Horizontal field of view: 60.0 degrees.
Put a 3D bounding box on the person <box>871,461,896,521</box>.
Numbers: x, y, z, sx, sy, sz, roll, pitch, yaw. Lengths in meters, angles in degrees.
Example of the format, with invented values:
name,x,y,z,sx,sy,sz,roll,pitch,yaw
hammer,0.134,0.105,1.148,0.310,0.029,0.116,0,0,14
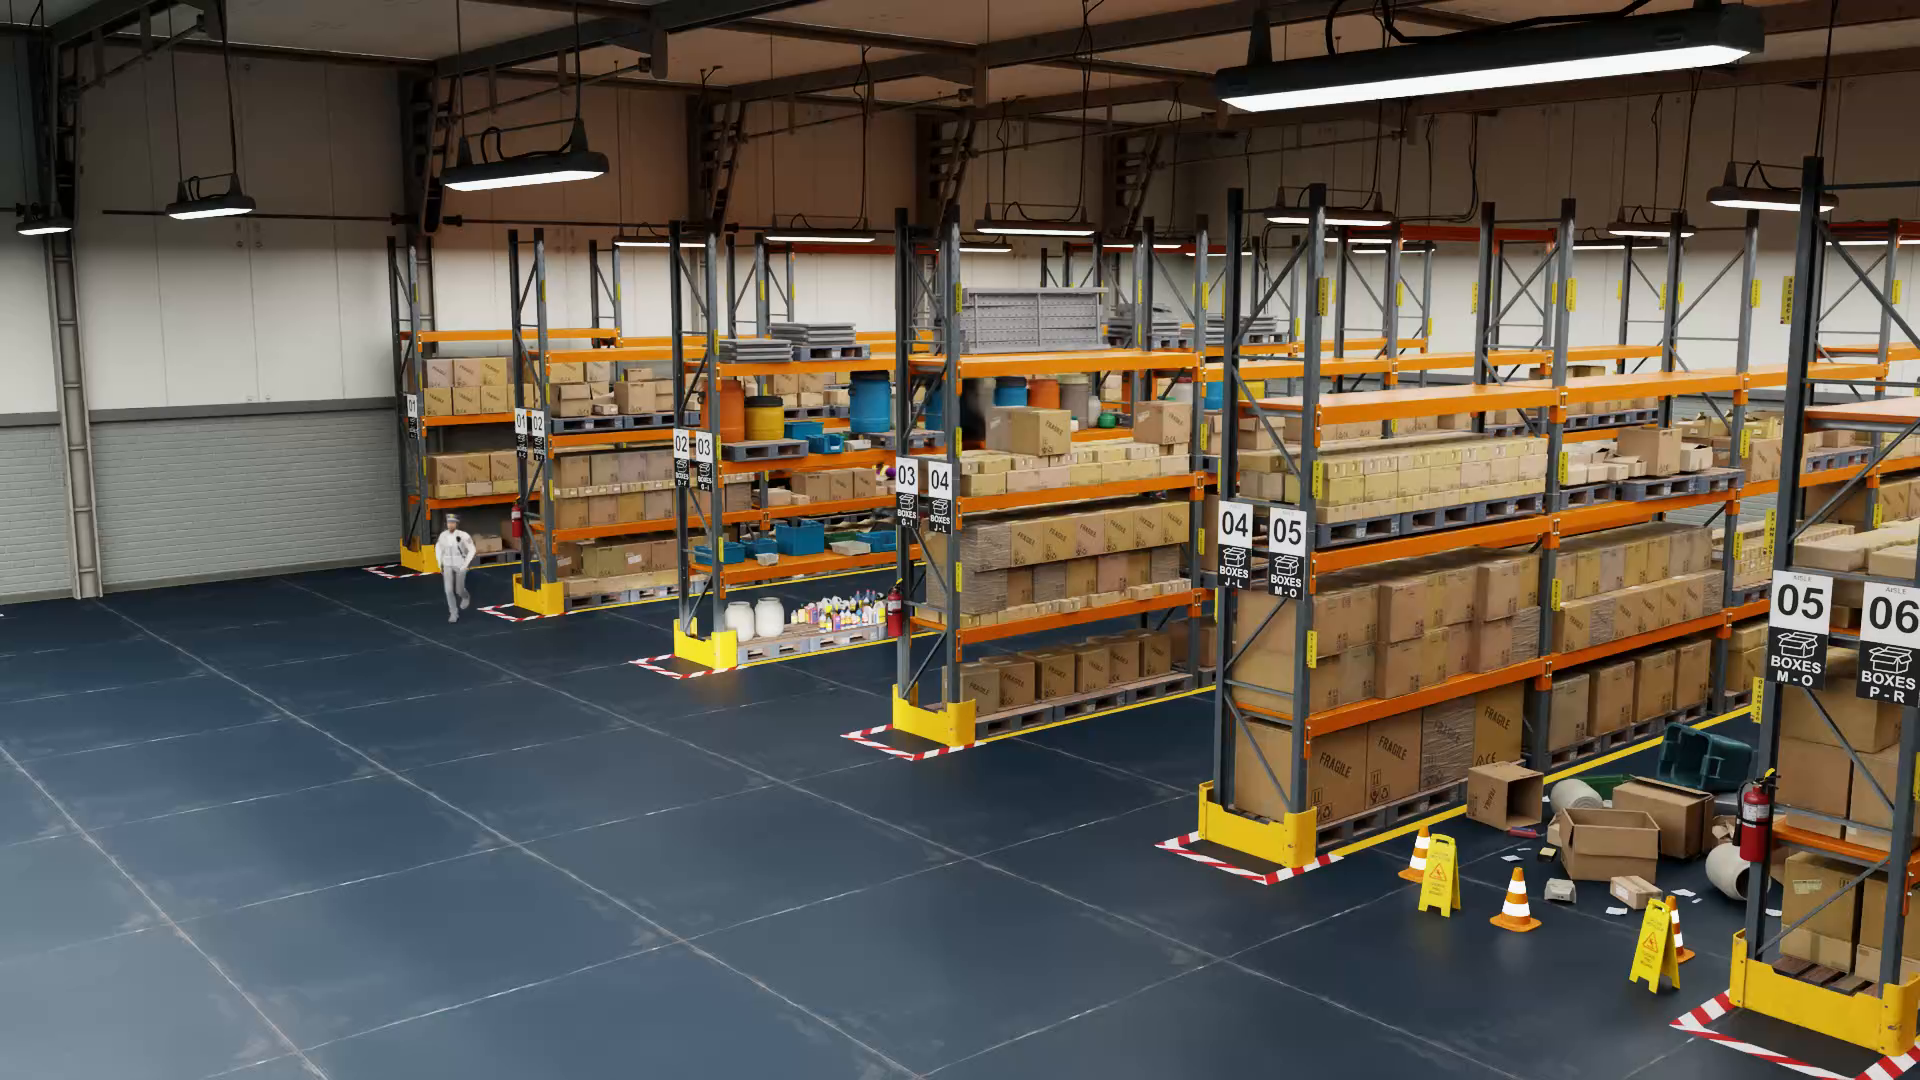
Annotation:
name,x,y,z,sx,sy,sz,roll,pitch,yaw
person,-1.647,-0.938,34.210,0.683,1.732,0.611,7,11,36

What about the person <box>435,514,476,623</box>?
name,x,y,z,sx,sy,sz,roll,pitch,yaw
person,-7.838,0.407,25.809,0.624,1.685,0.695,0,9,-2
